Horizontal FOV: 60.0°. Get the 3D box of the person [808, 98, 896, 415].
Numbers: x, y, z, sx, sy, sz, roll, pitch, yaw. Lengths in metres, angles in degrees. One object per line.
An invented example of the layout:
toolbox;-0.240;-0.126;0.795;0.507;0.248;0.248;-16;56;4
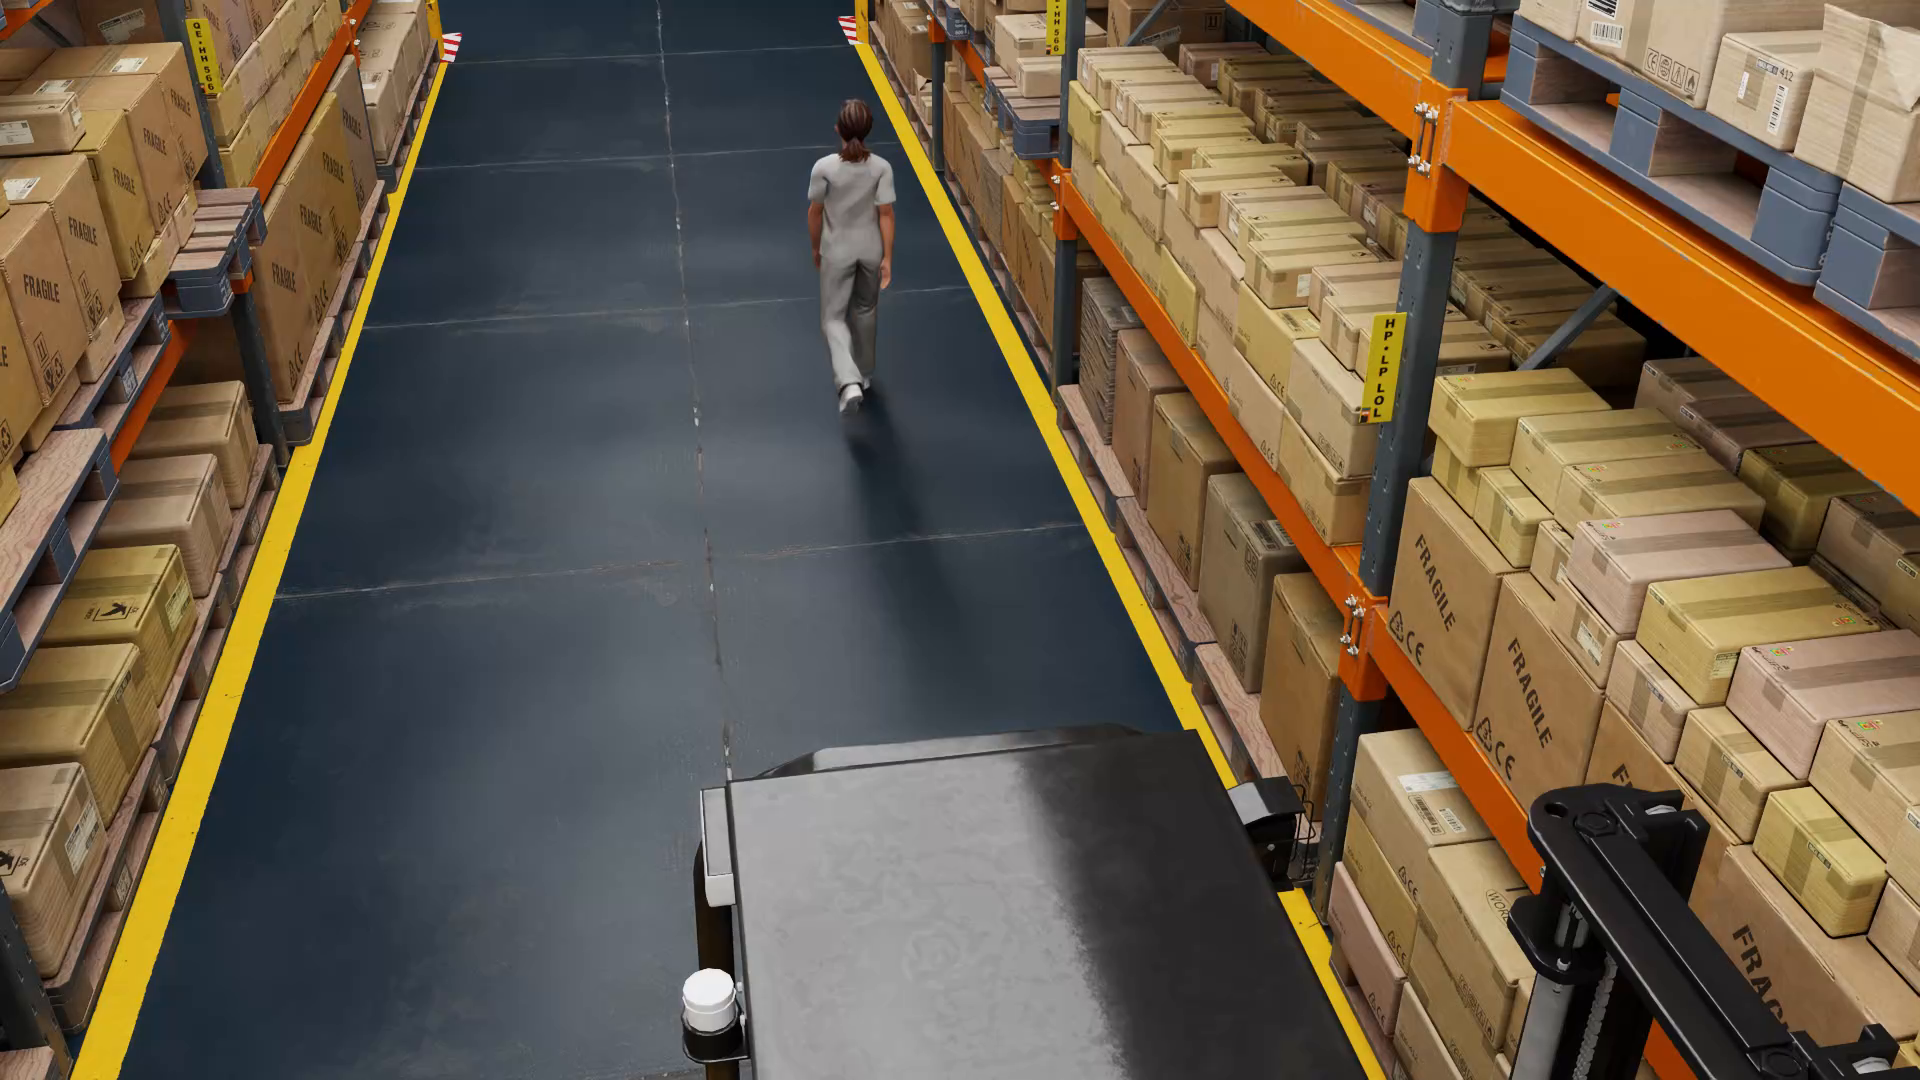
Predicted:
person;-0.545;-1.449;8.561;0.440;1.638;0.893;-7;31;-11
